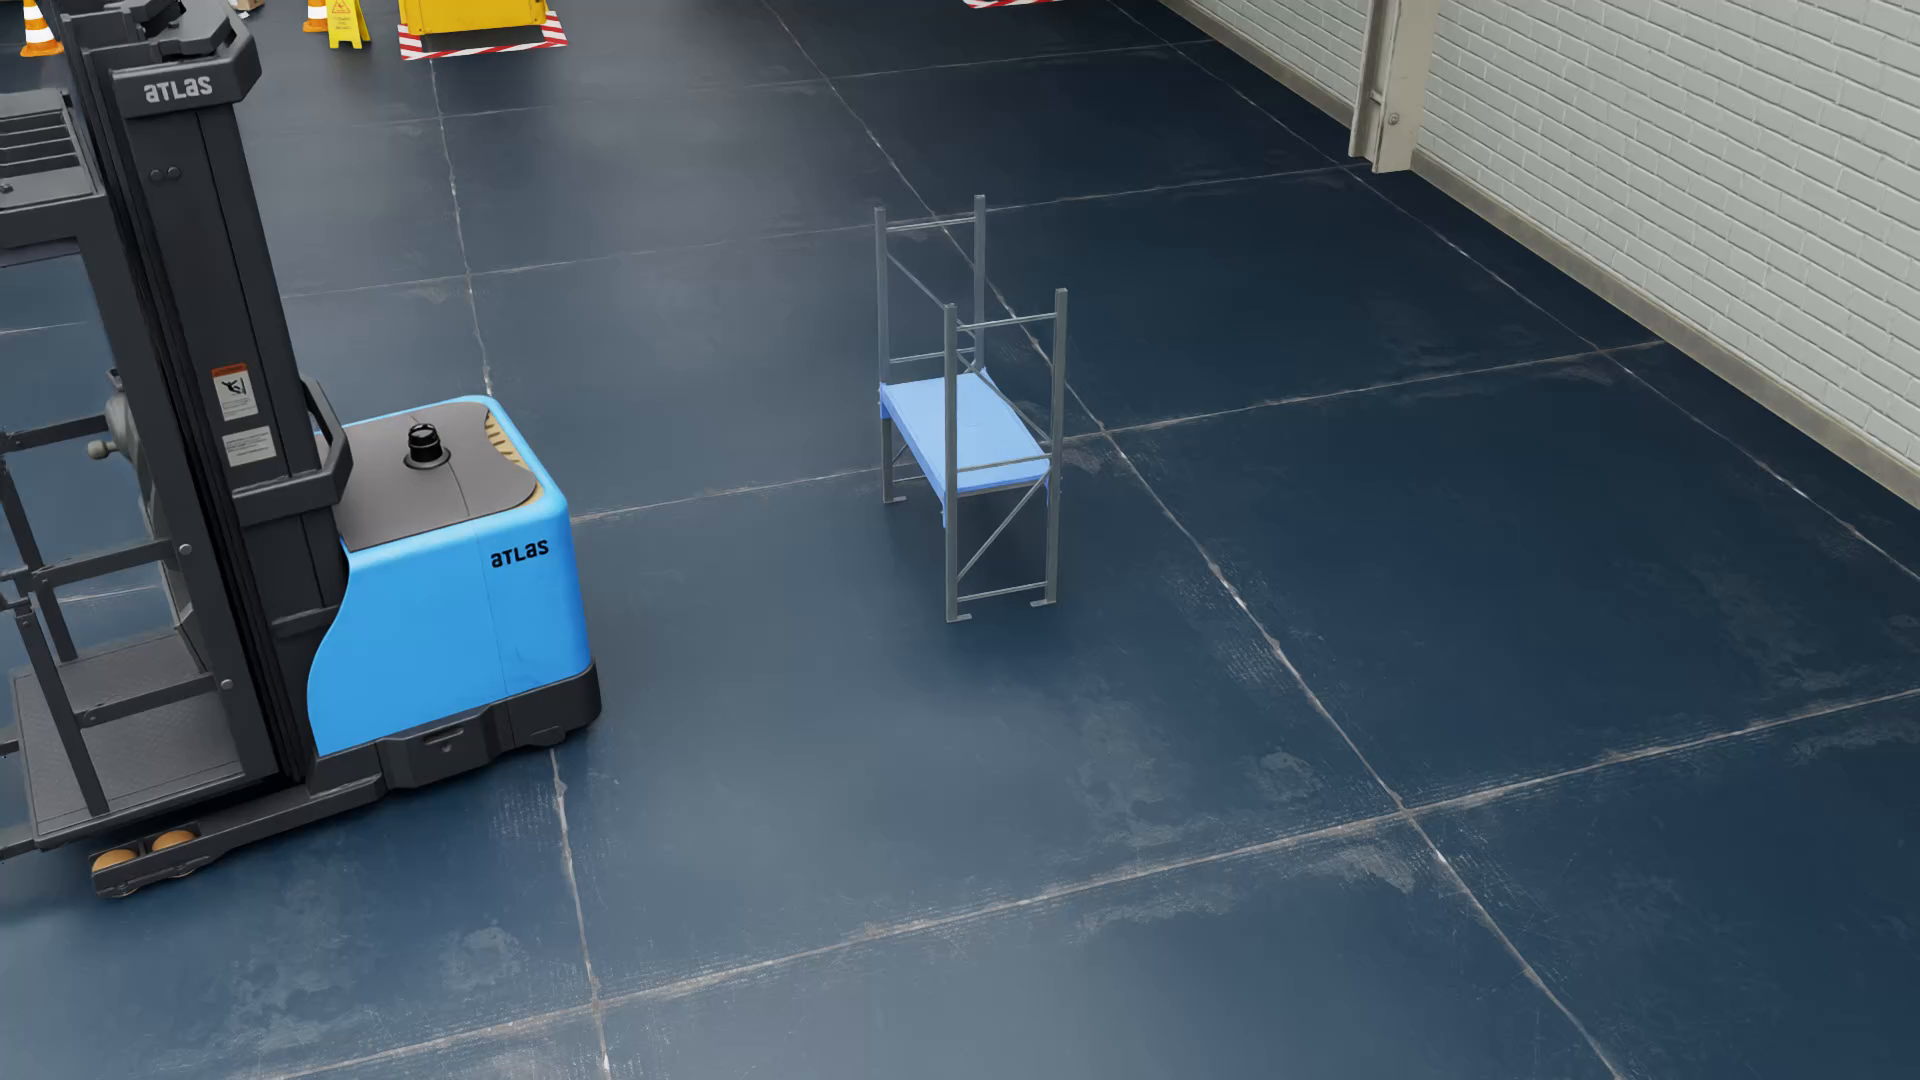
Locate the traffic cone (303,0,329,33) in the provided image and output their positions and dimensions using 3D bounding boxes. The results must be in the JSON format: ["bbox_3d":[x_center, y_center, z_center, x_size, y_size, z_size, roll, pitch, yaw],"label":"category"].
[{"bbox_3d":[-5.572,-4.691,14.429,0.336,0.463,0.334,-10,35,-15],"label":"traffic cone"}]

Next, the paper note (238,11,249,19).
[{"bbox_3d":[-6.396,-4.663,14.779,0.148,0.019,0.142,-23,40,-31],"label":"paper note"}]

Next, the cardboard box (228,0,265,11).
[{"bbox_3d":[-6.536,-4.899,15.029,0.380,0.149,0.250,7,34,10],"label":"cardboard box"}]

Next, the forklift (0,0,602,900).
[{"bbox_3d":[-2.957,-0.301,5.547,3.031,2.935,1.130,-17,37,-24],"label":"forklift"}]

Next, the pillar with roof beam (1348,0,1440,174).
[{"bbox_3d":[-1.110,-5.723,8.248,9.100,9.000,0.400,-10,35,-15],"label":"pillar with roof beam"}]

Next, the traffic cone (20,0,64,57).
[{"bbox_3d":[-7.705,-4.314,13.859,0.336,0.463,0.334,-10,35,-15],"label":"traffic cone"}]

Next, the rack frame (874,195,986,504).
[{"bbox_3d":[-0.129,-0.848,7.673,0.500,1.500,0.032,-10,35,-15],"label":"rack frame"}]

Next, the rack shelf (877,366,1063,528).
[{"bbox_3d":[0.026,-0.431,7.368,0.538,0.185,1.000,-10,35,-15],"label":"rack shelf"}]

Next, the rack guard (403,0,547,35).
[{"bbox_3d":[-4.235,-4.737,14.466,1.175,0.500,0.348,-10,35,-15],"label":"rack guard"}]

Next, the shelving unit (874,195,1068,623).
[{"bbox_3d":[0.026,-0.581,7.269,0.538,1.500,1.048,-10,35,-15],"label":"shelving unit"}]

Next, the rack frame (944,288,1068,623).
[{"bbox_3d":[0.181,-0.314,6.865,0.500,1.500,0.032,-10,35,-15],"label":"rack frame"}]

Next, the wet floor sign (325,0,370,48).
[{"bbox_3d":[-5.173,-4.478,13.942,0.267,0.644,0.232,1,33,2],"label":"wet floor sign"}]
